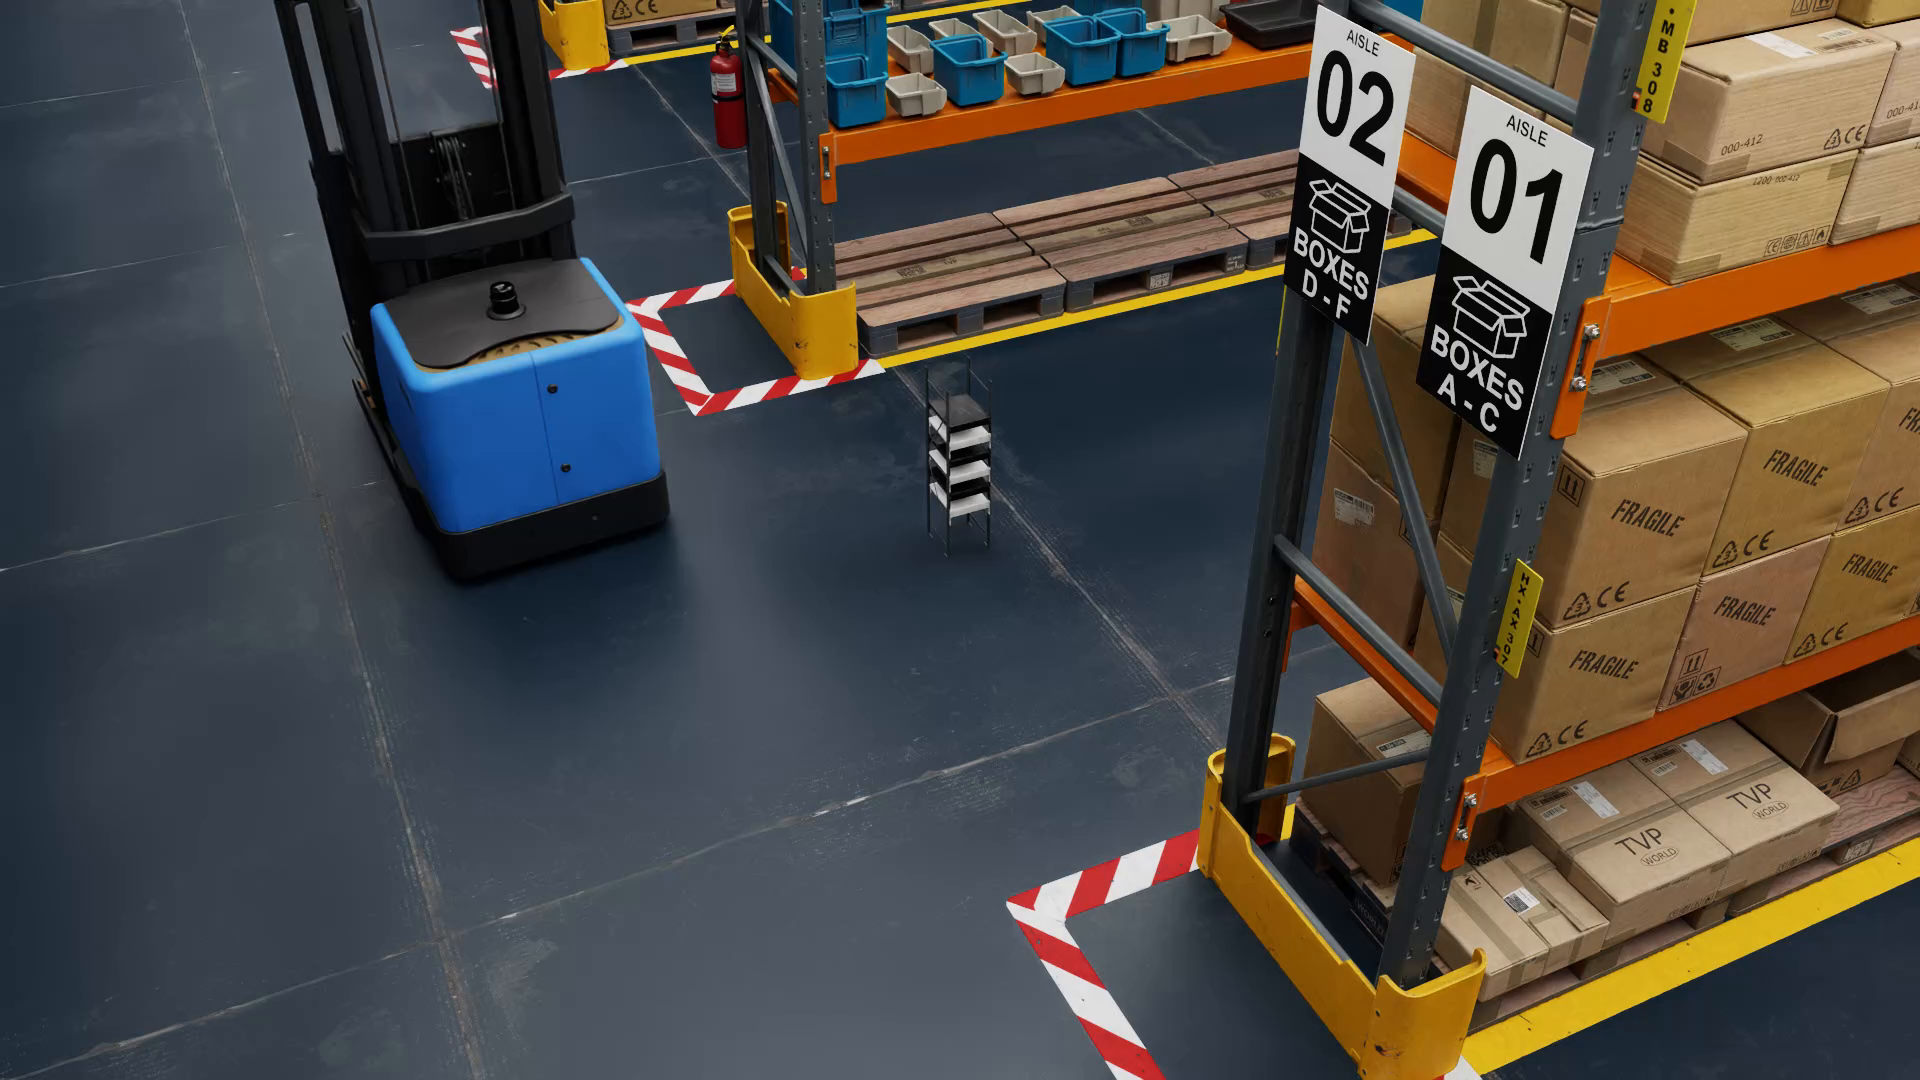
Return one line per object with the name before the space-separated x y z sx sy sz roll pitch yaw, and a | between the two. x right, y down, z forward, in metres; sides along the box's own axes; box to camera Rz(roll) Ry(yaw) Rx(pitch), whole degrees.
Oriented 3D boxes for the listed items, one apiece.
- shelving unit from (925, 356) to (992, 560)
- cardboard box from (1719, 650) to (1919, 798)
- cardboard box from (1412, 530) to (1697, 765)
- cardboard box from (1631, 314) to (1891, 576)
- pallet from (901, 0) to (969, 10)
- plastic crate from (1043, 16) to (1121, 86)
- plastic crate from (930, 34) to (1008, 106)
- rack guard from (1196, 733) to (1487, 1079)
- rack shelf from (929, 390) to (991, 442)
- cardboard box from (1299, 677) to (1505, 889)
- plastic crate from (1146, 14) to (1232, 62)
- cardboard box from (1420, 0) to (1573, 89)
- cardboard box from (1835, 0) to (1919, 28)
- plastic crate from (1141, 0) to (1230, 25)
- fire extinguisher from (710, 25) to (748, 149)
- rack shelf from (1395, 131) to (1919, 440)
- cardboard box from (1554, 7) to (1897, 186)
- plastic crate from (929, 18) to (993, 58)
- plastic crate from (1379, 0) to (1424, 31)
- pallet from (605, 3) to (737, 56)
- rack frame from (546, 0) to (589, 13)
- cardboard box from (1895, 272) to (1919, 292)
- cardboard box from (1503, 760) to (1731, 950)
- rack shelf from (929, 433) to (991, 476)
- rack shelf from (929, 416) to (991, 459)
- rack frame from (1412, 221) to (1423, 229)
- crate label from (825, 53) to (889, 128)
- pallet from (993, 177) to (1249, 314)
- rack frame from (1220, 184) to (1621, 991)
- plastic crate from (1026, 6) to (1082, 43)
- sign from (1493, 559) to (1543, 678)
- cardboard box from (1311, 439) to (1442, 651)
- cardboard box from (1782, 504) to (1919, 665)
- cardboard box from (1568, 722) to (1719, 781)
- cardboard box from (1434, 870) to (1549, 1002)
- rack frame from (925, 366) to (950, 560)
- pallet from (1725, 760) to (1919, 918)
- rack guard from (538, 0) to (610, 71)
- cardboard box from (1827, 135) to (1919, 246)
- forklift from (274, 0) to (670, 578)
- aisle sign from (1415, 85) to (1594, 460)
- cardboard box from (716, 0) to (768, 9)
shelving unit | -0.007 -0.359 7.479 0.210 0.900 0.258 -16 39 -20
cardboard box | 3.108 0.548 6.219 0.637 0.503 0.797 -16 39 -20
cardboard box | 1.700 0.246 4.816 0.500 0.500 0.500 -15 39 -19
cardboard box | 2.170 -0.292 4.702 0.500 0.500 0.500 -15 39 -19
pallet | -0.120 -4.829 14.084 1.213 0.211 1.003 -16 39 -20
plastic crate | 0.640 -2.591 8.815 0.300 0.233 0.416 -16 39 -20
plastic crate | 0.044 -2.424 8.591 0.300 0.233 0.416 -16 39 -20
rack guard | 1.255 1.241 5.657 0.348 0.500 1.175 -16 39 -20
rack shelf | -0.007 -0.549 7.338 0.200 0.077 0.258 -16 39 -20
cardboard box | 1.574 0.813 5.865 0.500 0.500 0.500 -16 39 -20
plastic crate | 1.257 -2.744 9.102 0.466 0.136 0.293 -16 39 -20
cardboard box | 1.543 -1.356 4.249 0.500 0.250 0.500 -16 39 -20
cardboard box | 2.133 -1.610 3.962 0.500 0.500 0.700 -16 39 -20
plastic crate | 1.245 -3.118 9.485 0.530 0.282 0.437 -16 39 -20
fire extinguisher | -1.245 -2.442 8.902 0.183 0.674 0.296 -16 39 -20
rack shelf | 2.996 -1.166 4.890 4.000 0.370 1.077 -16 39 -20
cardboard box | 1.762 -1.079 3.875 0.500 0.250 0.500 -16 39 -20
plastic crate | 0.014 -2.704 9.048 0.243 0.136 0.396 -16 39 -20
plastic crate | 2.428 -3.144 9.434 0.575 0.384 0.392 -16 39 -20
pallet | -2.329 -4.211 13.251 1.213 0.211 1.003 -16 39 -20
rack frame | -3.020 -5.087 12.090 0.127 3.000 1.000 -16 39 -20
cardboard box | 3.084 -0.545 5.044 0.500 0.500 0.500 -16 39 -20
cardboard box | 2.251 1.073 5.724 0.500 0.250 0.500 -16 39 -20
rack shelf | -0.007 -0.405 7.445 0.200 0.077 0.258 -16 39 -20
rack shelf | -0.007 -0.477 7.392 0.200 0.077 0.258 -16 39 -20
rack frame | 2.706 -3.428 9.854 0.127 3.000 1.000 -16 39 -20
crate label | -0.552 -2.258 8.366 0.303 0.233 0.416 -16 39 -20
pallet | 0.951 -1.790 9.986 1.213 0.211 1.003 -16 39 -20
rack frame | 1.186 0.256 4.886 0.127 3.000 1.000 -16 39 -20
plastic crate | 0.516 -2.872 9.276 0.250 0.136 0.298 -16 39 -20
sign | 1.417 0.201 4.234 0.005 0.325 0.100 -16 39 -20
cardboard box | 1.476 -0.044 5.207 0.500 0.500 0.500 -14 39 -19
cardboard box | 2.620 -0.013 5.165 0.500 0.500 0.500 -16 39 -20
cardboard box | 2.446 0.689 6.242 0.500 0.250 0.500 -16 39 -20
cardboard box | 1.711 1.304 5.498 0.250 0.149 0.380 -16 39 -20
rack frame | -0.099 -0.334 7.444 0.006 0.900 0.240 -16 39 -20
pallet | 3.079 0.848 6.429 1.213 0.211 1.003 -16 39 -20
rack guard | -3.041 -4.077 12.827 0.348 0.500 1.175 -16 39 -20
cardboard box | 2.217 -1.001 4.189 0.500 0.250 0.500 -16 39 -20
forklift | -2.501 -1.872 7.813 1.130 2.935 3.031 -18 40 -22
aisle sign | 1.249 -0.612 3.875 0.004 0.787 0.394 -16 39 -20
cardboard box | -1.651 -4.838 13.185 0.875 0.875 0.875 -16 39 -20
